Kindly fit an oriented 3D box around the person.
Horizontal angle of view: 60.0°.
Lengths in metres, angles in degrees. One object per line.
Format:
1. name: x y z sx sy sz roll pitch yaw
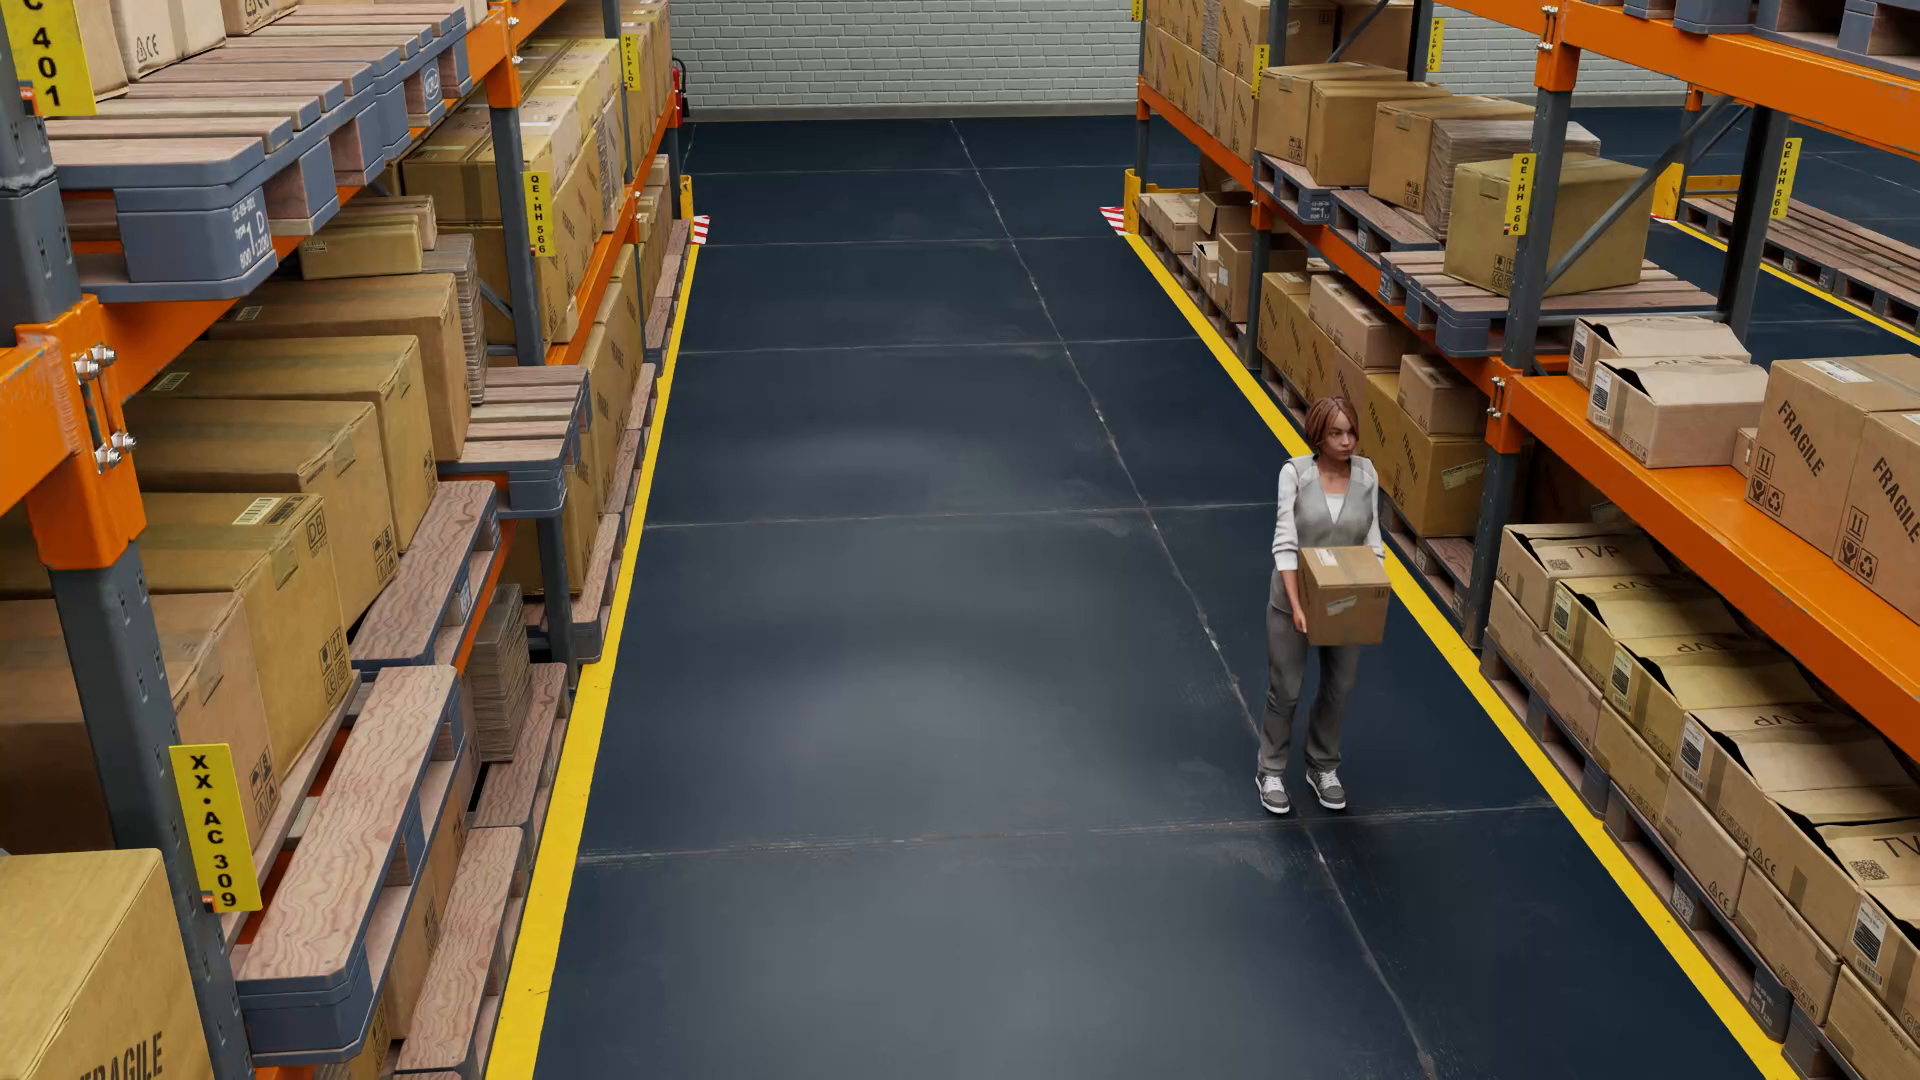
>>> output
1. person: 1.310 0.278 5.999 0.404 1.591 0.490 -2 24 -4
